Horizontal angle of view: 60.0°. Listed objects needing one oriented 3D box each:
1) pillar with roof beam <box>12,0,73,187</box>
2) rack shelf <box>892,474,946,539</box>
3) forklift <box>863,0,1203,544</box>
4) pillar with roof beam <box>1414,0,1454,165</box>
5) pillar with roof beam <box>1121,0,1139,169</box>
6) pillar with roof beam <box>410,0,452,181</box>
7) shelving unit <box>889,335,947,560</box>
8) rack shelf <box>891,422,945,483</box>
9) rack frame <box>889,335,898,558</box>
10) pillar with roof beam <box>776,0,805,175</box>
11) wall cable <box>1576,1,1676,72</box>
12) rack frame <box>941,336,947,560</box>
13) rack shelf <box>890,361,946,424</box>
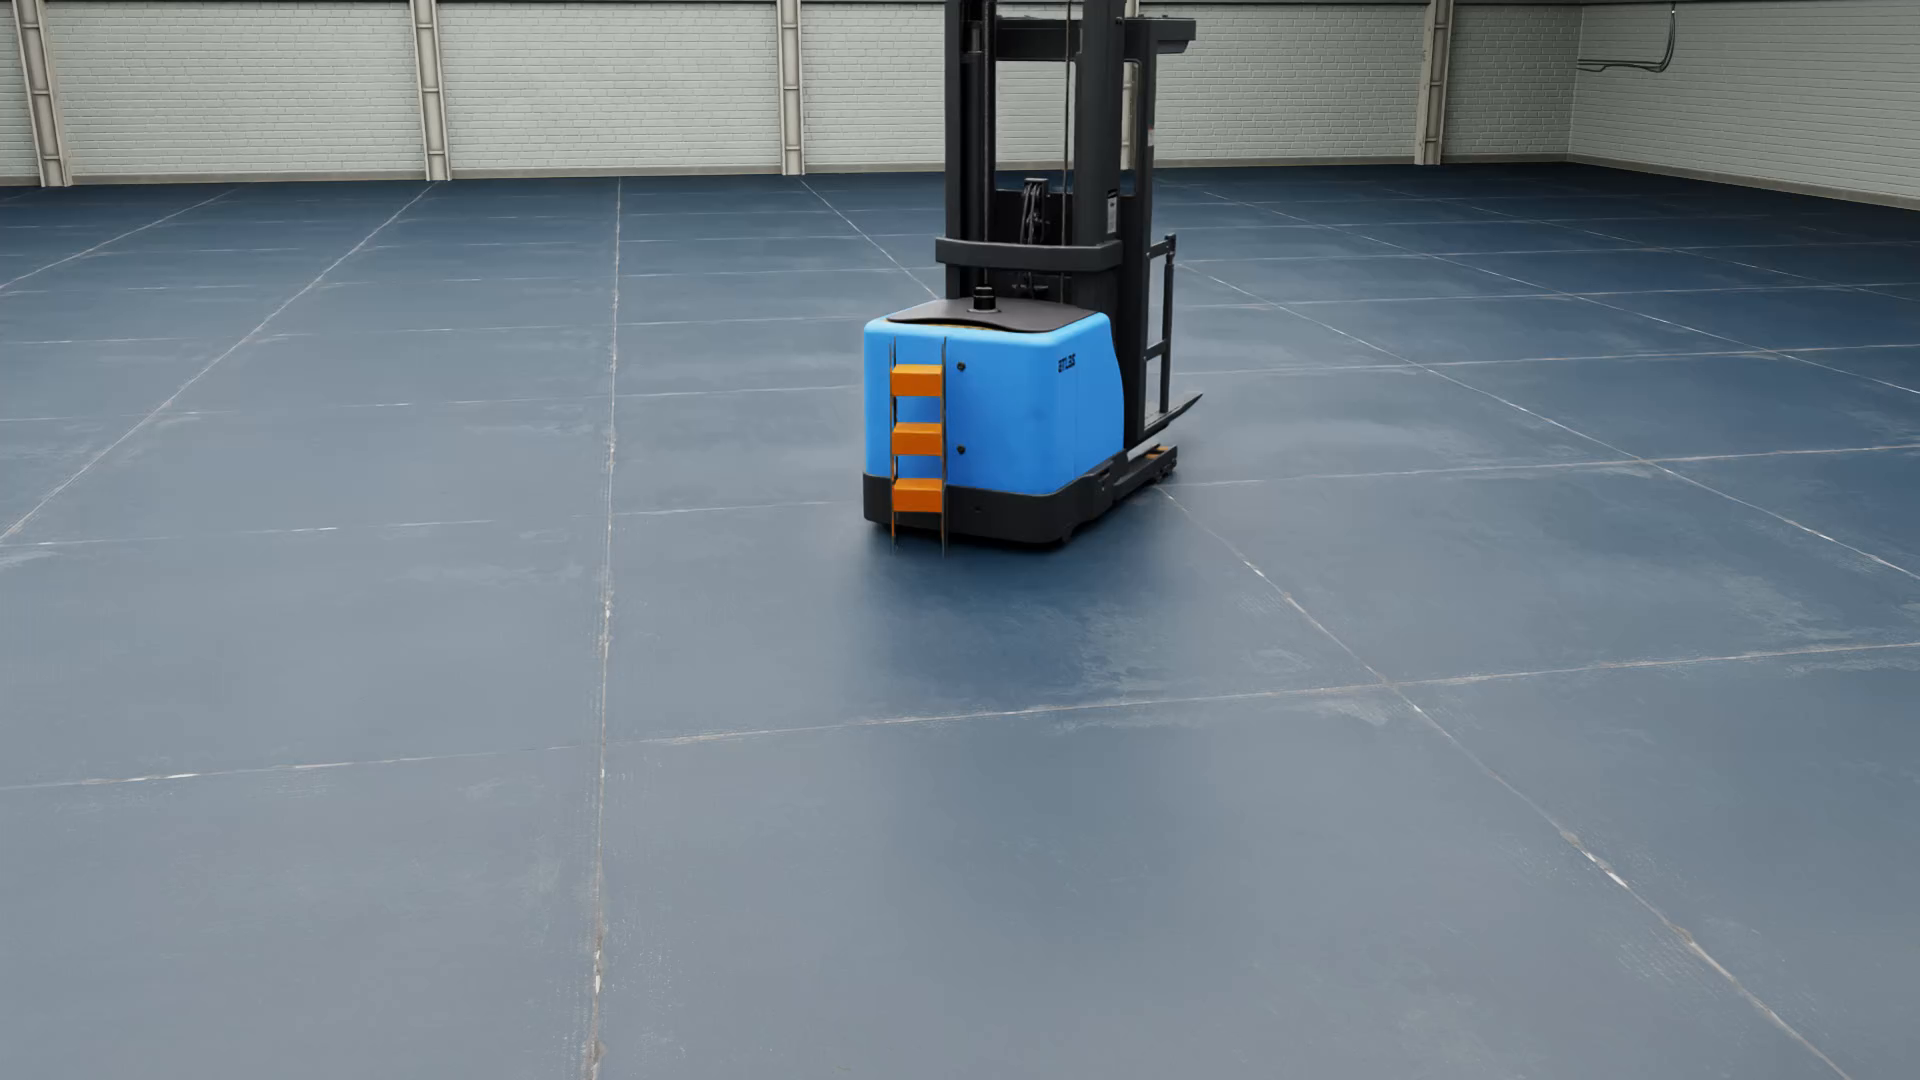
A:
[{"bbox_3d":[-13.908,-8.840,21.768,0.400,9.000,9.100,-3,17,-10],"label":"pillar with roof beam"},{"bbox_3d":[-0.196,-0.163,8.038,0.240,0.259,0.215,1,17,5],"label":"rack shelf"},{"bbox_3d":[0.598,-1.772,9.089,1.130,2.935,3.031,8,19,24],"label":"forklift"},{"bbox_3d":[9.656,-10.177,26.120,0.400,9.000,9.100,-3,17,-10],"label":"pillar with roof beam"},{"bbox_3d":[3.765,-9.843,25.032,0.400,9.000,9.100,-3,17,-10],"label":"pillar with roof beam"},{"bbox_3d":[-8.017,-9.175,22.856,0.400,9.000,9.100,-3,17,-10],"label":"pillar with roof beam"},{"bbox_3d":[-0.196,-0.439,7.953,0.252,1.050,0.215,1,17,5],"label":"shelving unit"},{"bbox_3d":[-0.196,-0.429,7.956,0.240,0.259,0.215,1,17,5],"label":"rack shelf"},{"bbox_3d":[-0.317,-0.442,7.963,0.008,1.050,0.200,1,17,5],"label":"rack frame"},{"bbox_3d":[-2.126,-9.509,23.944,0.400,9.000,9.100,-3,17,-10],"label":"pillar with roof beam"},{"bbox_3d":[11.983,-9.717,29.909,0.112,2.526,3.097,-3,17,-10],"label":"wall cable"},{"bbox_3d":[-0.074,-0.436,7.944,0.008,1.050,0.200,1,17,5],"label":"rack frame"},{"bbox_3d":[-0.196,-0.700,7.873,0.240,0.259,0.215,1,17,5],"label":"rack shelf"}]
